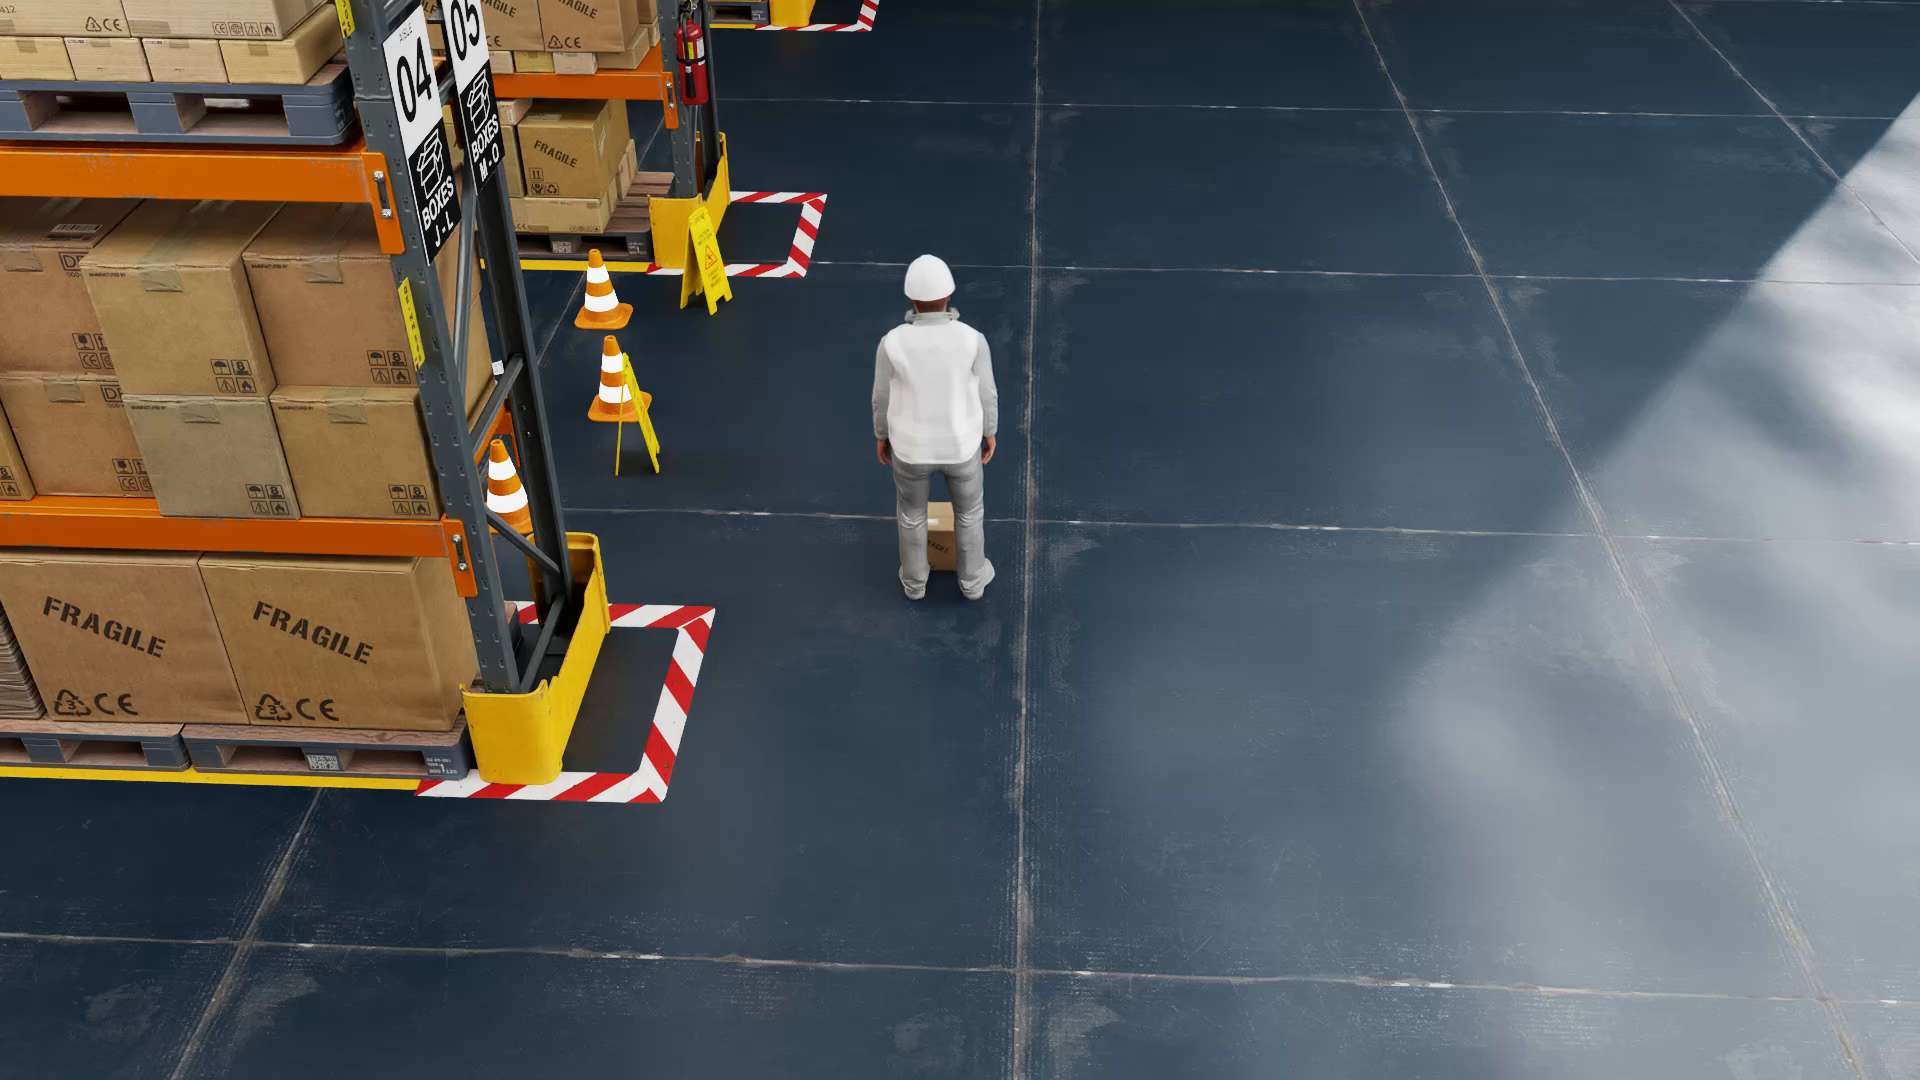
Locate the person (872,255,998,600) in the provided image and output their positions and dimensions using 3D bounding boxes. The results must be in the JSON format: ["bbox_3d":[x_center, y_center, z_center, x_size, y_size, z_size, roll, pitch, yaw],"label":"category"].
[{"bbox_3d":[-0.114,-0.484,7.776,0.581,1.769,0.465,0,35,0],"label":"person"}]
